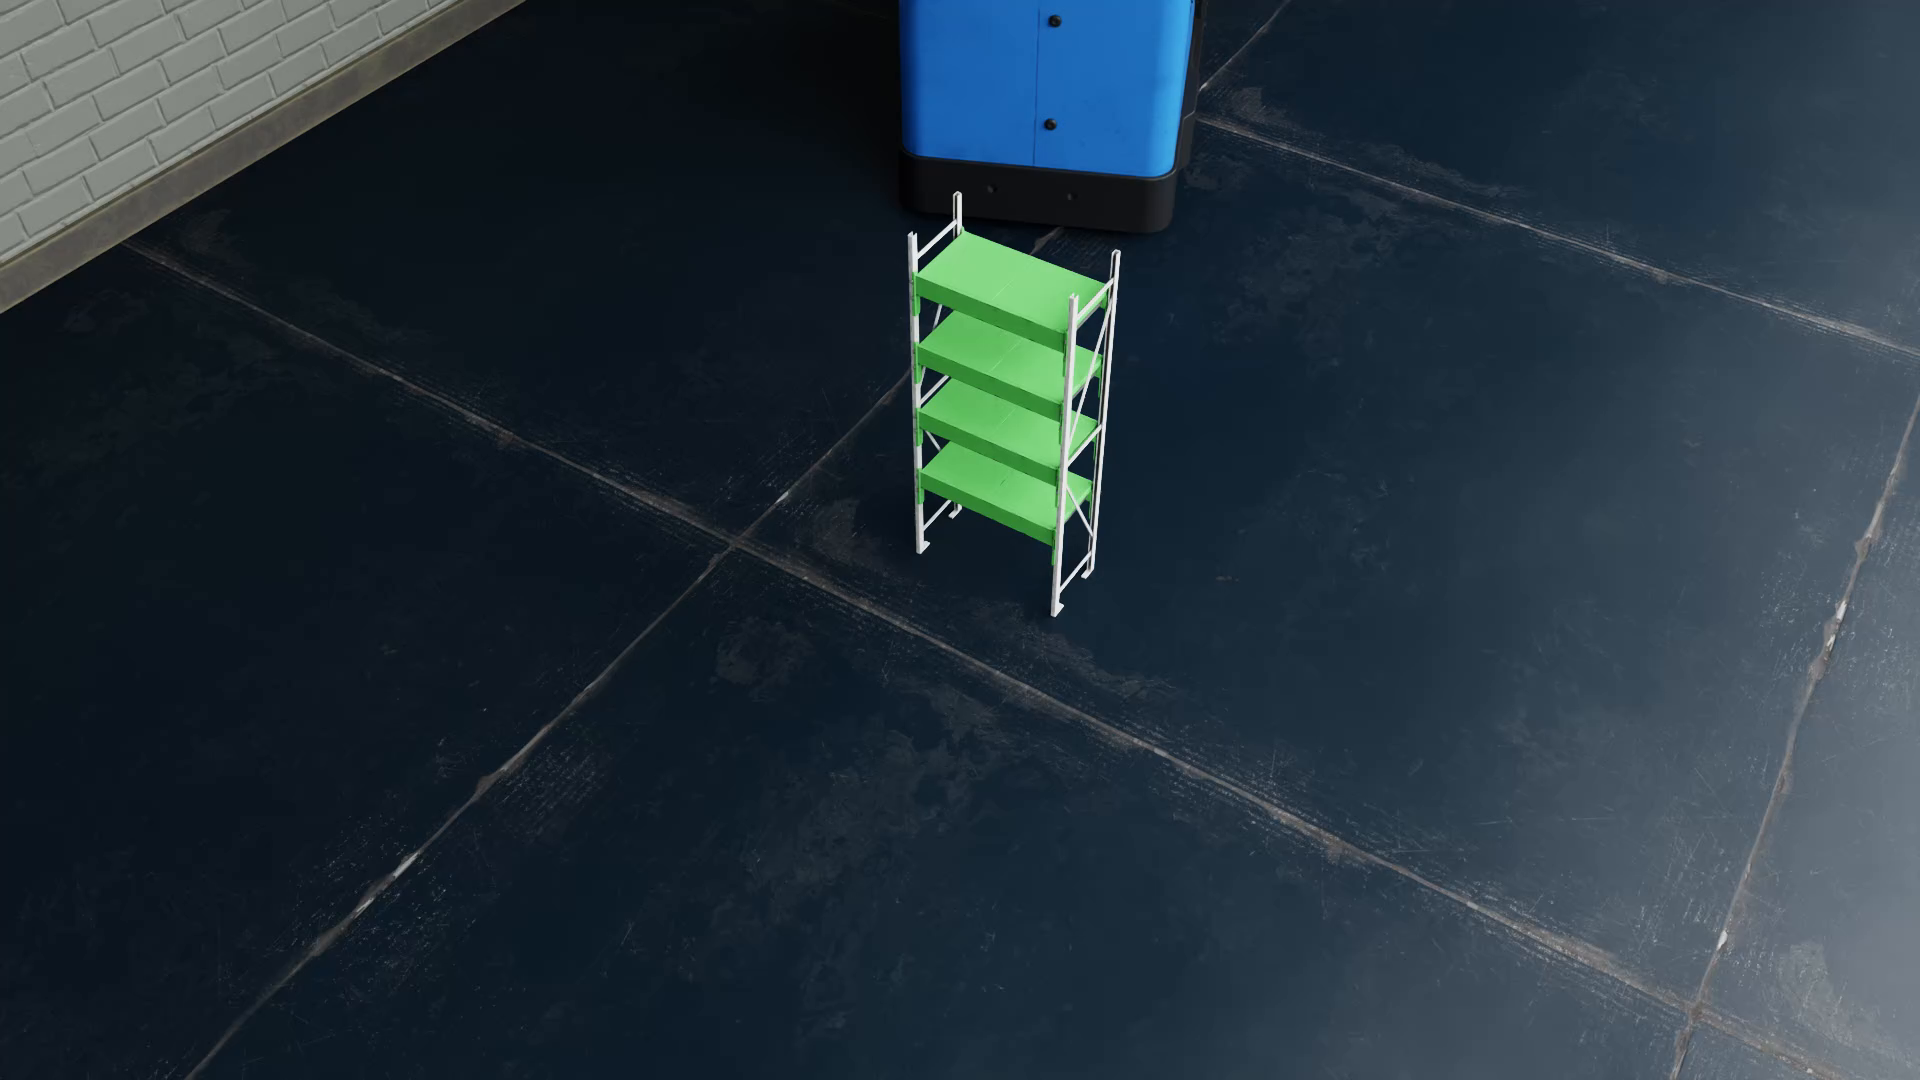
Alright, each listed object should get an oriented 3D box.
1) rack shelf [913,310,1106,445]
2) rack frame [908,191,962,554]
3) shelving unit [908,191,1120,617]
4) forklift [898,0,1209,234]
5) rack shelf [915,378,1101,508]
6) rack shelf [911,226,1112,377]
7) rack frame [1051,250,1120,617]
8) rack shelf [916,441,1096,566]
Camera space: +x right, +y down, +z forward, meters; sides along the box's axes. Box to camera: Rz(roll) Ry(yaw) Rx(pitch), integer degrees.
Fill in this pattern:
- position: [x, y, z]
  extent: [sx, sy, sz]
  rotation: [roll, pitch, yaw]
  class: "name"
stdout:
- position: [0.139, -0.477, 4.631]
  extent: [0.480, 0.148, 0.258]
  rotation: [25, 51, 22]
  class: "rack shelf"
- position: [-0.066, -0.449, 4.849]
  extent: [0.015, 1.200, 0.240]
  rotation: [25, 51, 22]
  class: "rack frame"
- position: [0.139, -0.354, 4.757]
  extent: [0.503, 1.200, 0.258]
  rotation: [25, 51, 22]
  class: "shelving unit"
- position: [0.520, -3.248, 6.362]
  extent: [1.130, 2.935, 3.031]
  rotation: [7, 46, 7]
  class: "forklift"
- position: [0.139, -0.310, 4.803]
  extent: [0.480, 0.148, 0.258]
  rotation: [25, 51, 22]
  class: "rack shelf"
- position: [0.139, -0.644, 4.459]
  extent: [0.480, 0.148, 0.258]
  rotation: [25, 51, 22]
  class: "rack shelf"
- position: [0.345, -0.260, 4.666]
  extent: [0.015, 1.200, 0.240]
  rotation: [25, 51, 22]
  class: "rack frame"
- position: [0.139, -0.142, 4.975]
  extent: [0.480, 0.148, 0.258]
  rotation: [25, 51, 22]
  class: "rack shelf"
